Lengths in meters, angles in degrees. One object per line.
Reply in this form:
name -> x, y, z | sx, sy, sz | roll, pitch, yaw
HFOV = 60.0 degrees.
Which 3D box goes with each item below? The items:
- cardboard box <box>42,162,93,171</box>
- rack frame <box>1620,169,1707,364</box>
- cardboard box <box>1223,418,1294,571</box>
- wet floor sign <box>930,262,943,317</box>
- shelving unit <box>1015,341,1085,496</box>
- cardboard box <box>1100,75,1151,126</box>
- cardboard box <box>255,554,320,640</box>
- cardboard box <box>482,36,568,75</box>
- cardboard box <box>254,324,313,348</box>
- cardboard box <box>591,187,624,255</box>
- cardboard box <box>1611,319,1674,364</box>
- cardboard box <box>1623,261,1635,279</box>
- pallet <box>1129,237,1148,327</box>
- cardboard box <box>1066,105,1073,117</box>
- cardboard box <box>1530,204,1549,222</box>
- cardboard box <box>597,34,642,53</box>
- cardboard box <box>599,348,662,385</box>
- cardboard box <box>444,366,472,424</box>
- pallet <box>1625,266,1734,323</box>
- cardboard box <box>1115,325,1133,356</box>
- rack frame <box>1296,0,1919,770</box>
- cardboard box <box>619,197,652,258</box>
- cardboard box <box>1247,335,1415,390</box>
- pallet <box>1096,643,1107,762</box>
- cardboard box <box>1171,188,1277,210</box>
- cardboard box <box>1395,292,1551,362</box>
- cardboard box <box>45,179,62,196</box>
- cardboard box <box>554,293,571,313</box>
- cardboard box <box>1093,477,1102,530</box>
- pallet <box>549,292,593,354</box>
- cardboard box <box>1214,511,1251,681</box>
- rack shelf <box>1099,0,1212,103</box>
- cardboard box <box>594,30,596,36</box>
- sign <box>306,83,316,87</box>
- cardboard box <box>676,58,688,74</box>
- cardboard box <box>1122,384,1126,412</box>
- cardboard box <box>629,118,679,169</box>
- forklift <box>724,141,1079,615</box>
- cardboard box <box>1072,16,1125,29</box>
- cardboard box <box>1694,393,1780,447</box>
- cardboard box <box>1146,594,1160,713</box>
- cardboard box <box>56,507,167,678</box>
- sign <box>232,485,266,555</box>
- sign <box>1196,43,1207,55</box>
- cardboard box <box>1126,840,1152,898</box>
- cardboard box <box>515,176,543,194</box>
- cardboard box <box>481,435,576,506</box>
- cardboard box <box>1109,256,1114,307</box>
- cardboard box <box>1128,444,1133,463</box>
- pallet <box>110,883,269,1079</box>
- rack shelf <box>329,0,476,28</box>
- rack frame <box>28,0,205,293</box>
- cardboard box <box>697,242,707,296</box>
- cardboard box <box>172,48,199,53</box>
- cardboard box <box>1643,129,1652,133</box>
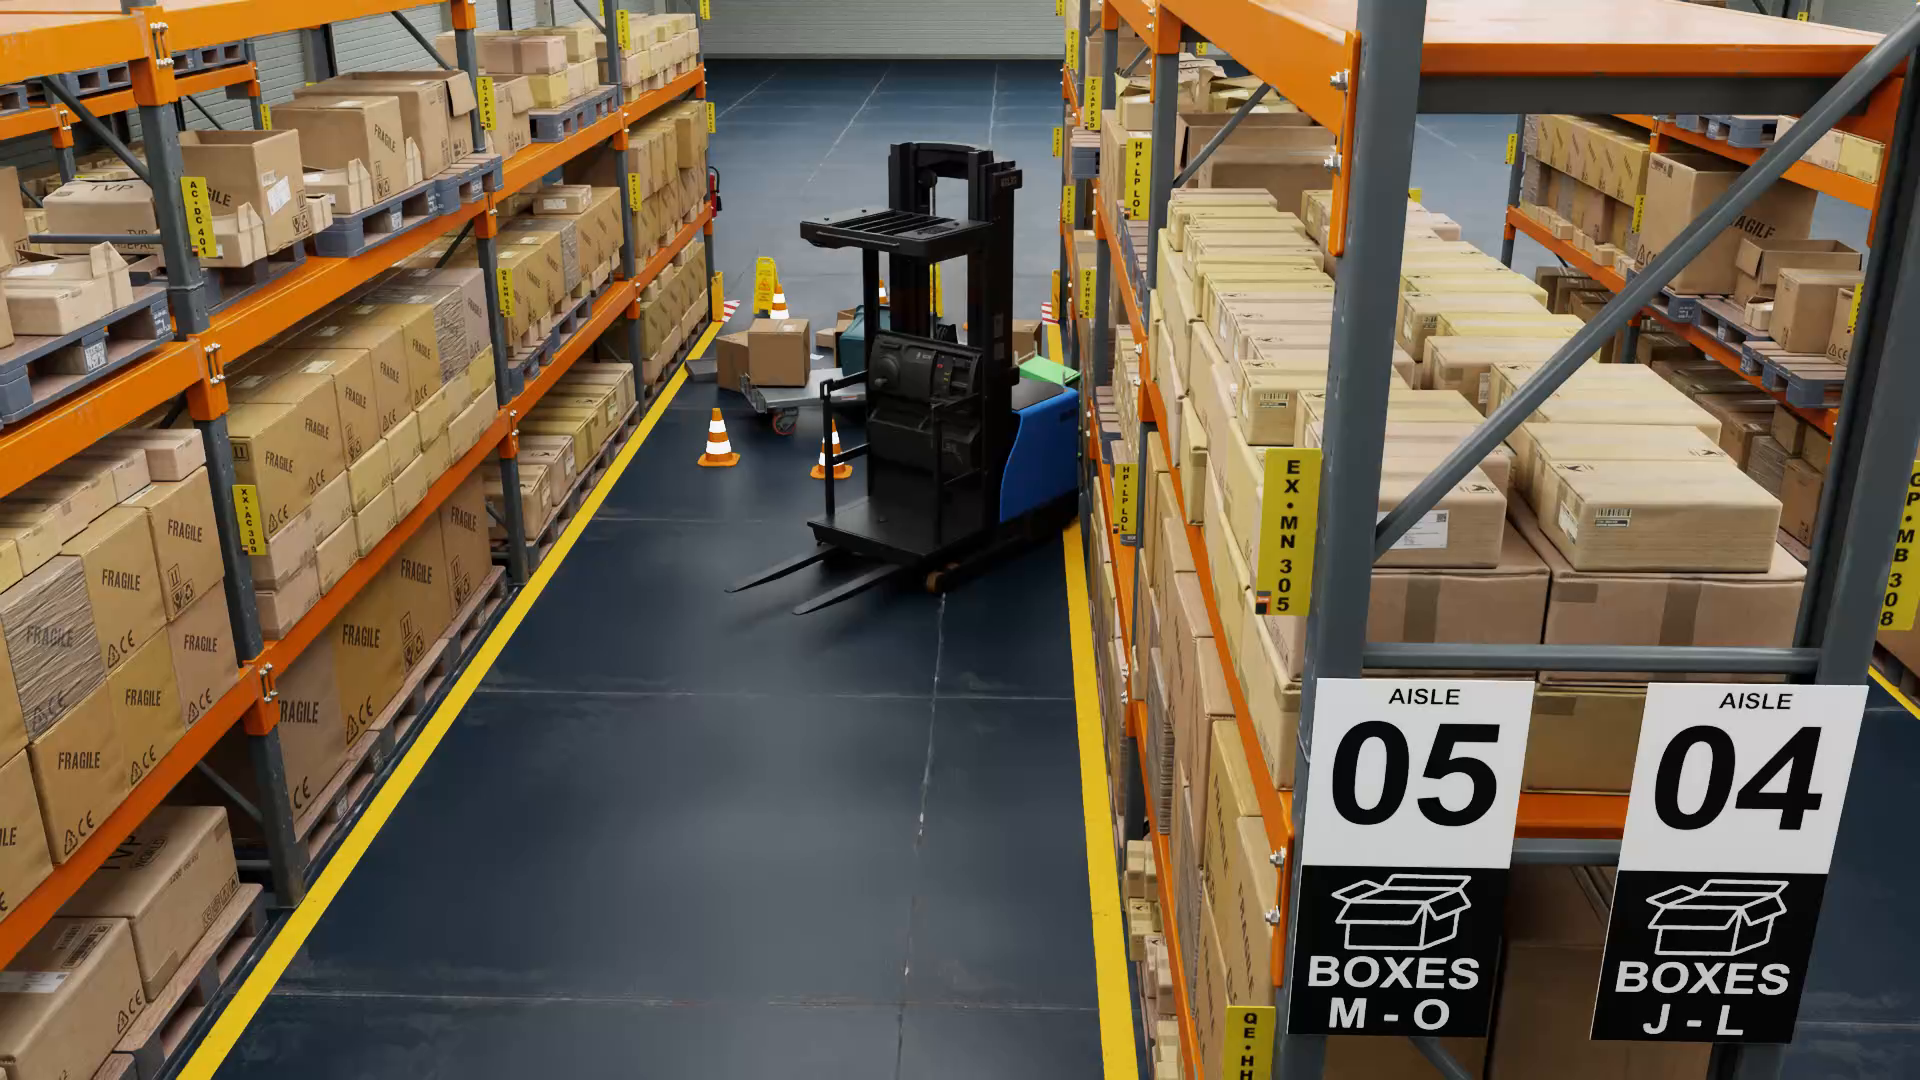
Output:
cardboard box -> -8.669, -3.575, 16.149 | 0.380, 0.149, 0.250 | 0, 21, 1
rack frame -> 6.473, -2.435, 14.658 | 1.000, 3.000, 0.127 | 1, 21, 2
cardboard box -> 0.928, -0.103, 4.018 | 0.500, 0.250, 0.500 | 0, 21, 0
wet floor sign -> -0.338, -2.907, 19.130 | 0.267, 0.644, 0.232 | -3, 21, -8
shelving unit -> 0.713, -0.915, 13.101 | 0.503, 1.200, 0.258 | 27, 44, 37
cardboard box -> 1.129, -3.061, 11.528 | 0.500, 0.311, 0.500 | 1, 21, 2
cardboard box -> -3.398, 0.262, 7.914 | 0.500, 0.250, 0.500 | 0, 21, 0
cardboard box -> -3.331, -3.721, 12.762 | 0.500, 0.250, 0.500 | 1, 21, 3
cardboard box -> -3.869, -0.886, 9.146 | 0.500, 0.500, 0.500 | 1, 21, 2
cardboard box -> -3.217, -2.756, 14.355 | 0.500, 0.500, 0.500 | 0, 21, 1
cardboard box -> 6.535, -1.817, 15.940 | 0.500, 0.500, 0.500 | 8, 22, 19
cardboard box -> 6.186, -2.399, 14.913 | 0.380, 0.149, 0.250 | 1, 21, 2
pallet -> 1.401, -1.167, 7.502 | 1.213, 0.211, 1.003 | 1, 21, 2
cardboard box -> 1.590, -4.412, 18.053 | 0.875, 0.550, 0.550 | 1, 21, 2
cardboard box -> 6.299, -3.484, 17.707 | 0.380, 0.149, 0.250 | 1, 21, 2
cardboard box -> -3.100, -4.497, 15.071 | 0.380, 0.149, 0.250 | 0, 21, 0
cardboard box -> -3.144, -1.668, 15.903 | 0.500, 0.250, 0.500 | 0, 21, -1
cardboard box -> -3.326, -0.898, 10.212 | 0.500, 0.250, 0.500 | 0, 21, 0
pallet -> 6.305, -2.071, 13.985 | 1.003, 0.211, 1.213 | 1, 21, 2
cardboard box -> 1.189, -1.270, 10.598 | 0.380, 0.149, 0.250 | 1, 21, 2
rack frame -> 1.154, -0.984, 2.626 | 1.000, 3.000, 0.127 | 1, 21, 2
cardboard box -> -3.140, -2.886, 15.270 | 0.500, 0.500, 0.500 | 1, 21, 1
cardboard box -> 0.950, -0.427, 4.301 | 0.380, 0.149, 0.250 | 0, 21, 0
pallet -> 1.332, 0.942, 9.808 | 1.003, 0.211, 1.213 | 1, 21, 2
cardboard box -> 1.024, -1.279, 6.496 | 0.380, 0.149, 0.250 | 0, 21, 1
cardboard box -> 1.468, -0.611, 4.775 | 0.380, 0.149, 0.250 | 1, 21, 3
cardboard box -> -8.087, -3.197, 15.176 | 0.380, 0.149, 0.250 | 1, 21, 3
cardboard box -> -3.260, -1.876, 12.984 | 0.380, 0.149, 0.250 | 1, 21, 3
cardboard box -> 1.134, -0.213, 10.771 | 0.500, 0.250, 0.500 | 0, 21, -1
pallet -> -3.534, -1.725, 13.093 | 1.003, 0.211, 1.213 | 1, 21, 2
cardboard box -> 0.911, 0.132, 4.103 | 0.500, 0.250, 0.500 | 1, 21, 2
rack shelf -> 1.336, -2.632, 8.419 | 1.077, 0.370, 4.000 | 1, 21, 2
cardboard box -> -3.624, -4.691, 15.571 | 0.380, 0.149, 0.250 | 0, 21, 1
sign -> -4.096, -2.744, 10.593 | 0.100, 0.325, 0.005 | 1, 21, 2
cardboard box -> -3.059, -4.954, 17.350 | 0.380, 0.149, 0.250 | 1, 21, 3
cardboard box -> 1.163, -0.839, 9.900 | 0.380, 0.149, 0.250 | 1, 21, 2
cardboard box -> -3.197, -3.908, 16.521 | 0.700, 0.500, 0.500 | 1, 21, 1
forklift -> -0.383, -1.186, 11.534 | 1.130, 2.935, 3.031 | 16, 26, 35
cardboard box -> 1.310, -4.780, 15.633 | 0.500, 0.250, 0.500 | 0, 21, 1
cardboard box -> 6.383, -0.879, 13.494 | 0.700, 0.500, 0.500 | -1, 21, -3
cardboard box -> 1.001, 0.536, 6.451 | 0.500, 0.500, 0.500 | 1, 21, 2
cardboard box -> -3.437, 0.193, 6.366 | 0.500, 0.500, 0.500 | 0, 21, 1
sign -> -3.121, -0.087, 7.299 | 0.100, 0.325, 0.005 | 1, 21, 2
sign -> 2.061, -4.310, 14.194 | 0.100, 0.325, 0.005 | 1, 21, 2
cardboard box -> 0.945, 1.488, 7.496 | 0.380, 0.149, 0.250 | 2, 21, 4
cardboard box -> -3.800, -3.062, 14.246 | 0.380, 0.149, 0.250 | 1, 21, 1
cardboard box -> -3.512, -0.540, 12.825 | 0.950, 0.372, 0.625 | 0, 21, 1
cardboard box -> 1.435, -1.938, 11.856 | 0.700, 0.500, 0.500 | 0, 21, 1
cardboard box -> 1.134, -0.426, 9.246 | 0.380, 0.149, 0.250 | 0, 21, 0
pallet -> -3.777, 1.922, 7.283 | 1.003, 0.211, 1.213 | 1, 21, 2
rack shelf -> -3.493, -4.096, 12.193 | 1.077, 0.370, 4.000 | 1, 21, 2
rack frame -> -3.675, -2.449, 6.399 | 1.000, 3.000, 0.127 | 1, 21, 2
cardboard box -> -3.074, -2.961, 18.199 | 0.500, 0.500, 0.500 | 1, 21, 2
cardboard box -> -8.173, -5.199, 16.778 | 0.700, 0.500, 0.500 | 1, 21, 2
cardboard box -> 6.771, -3.608, 15.750 | 0.500, 0.500, 0.500 | 1, 21, 2
